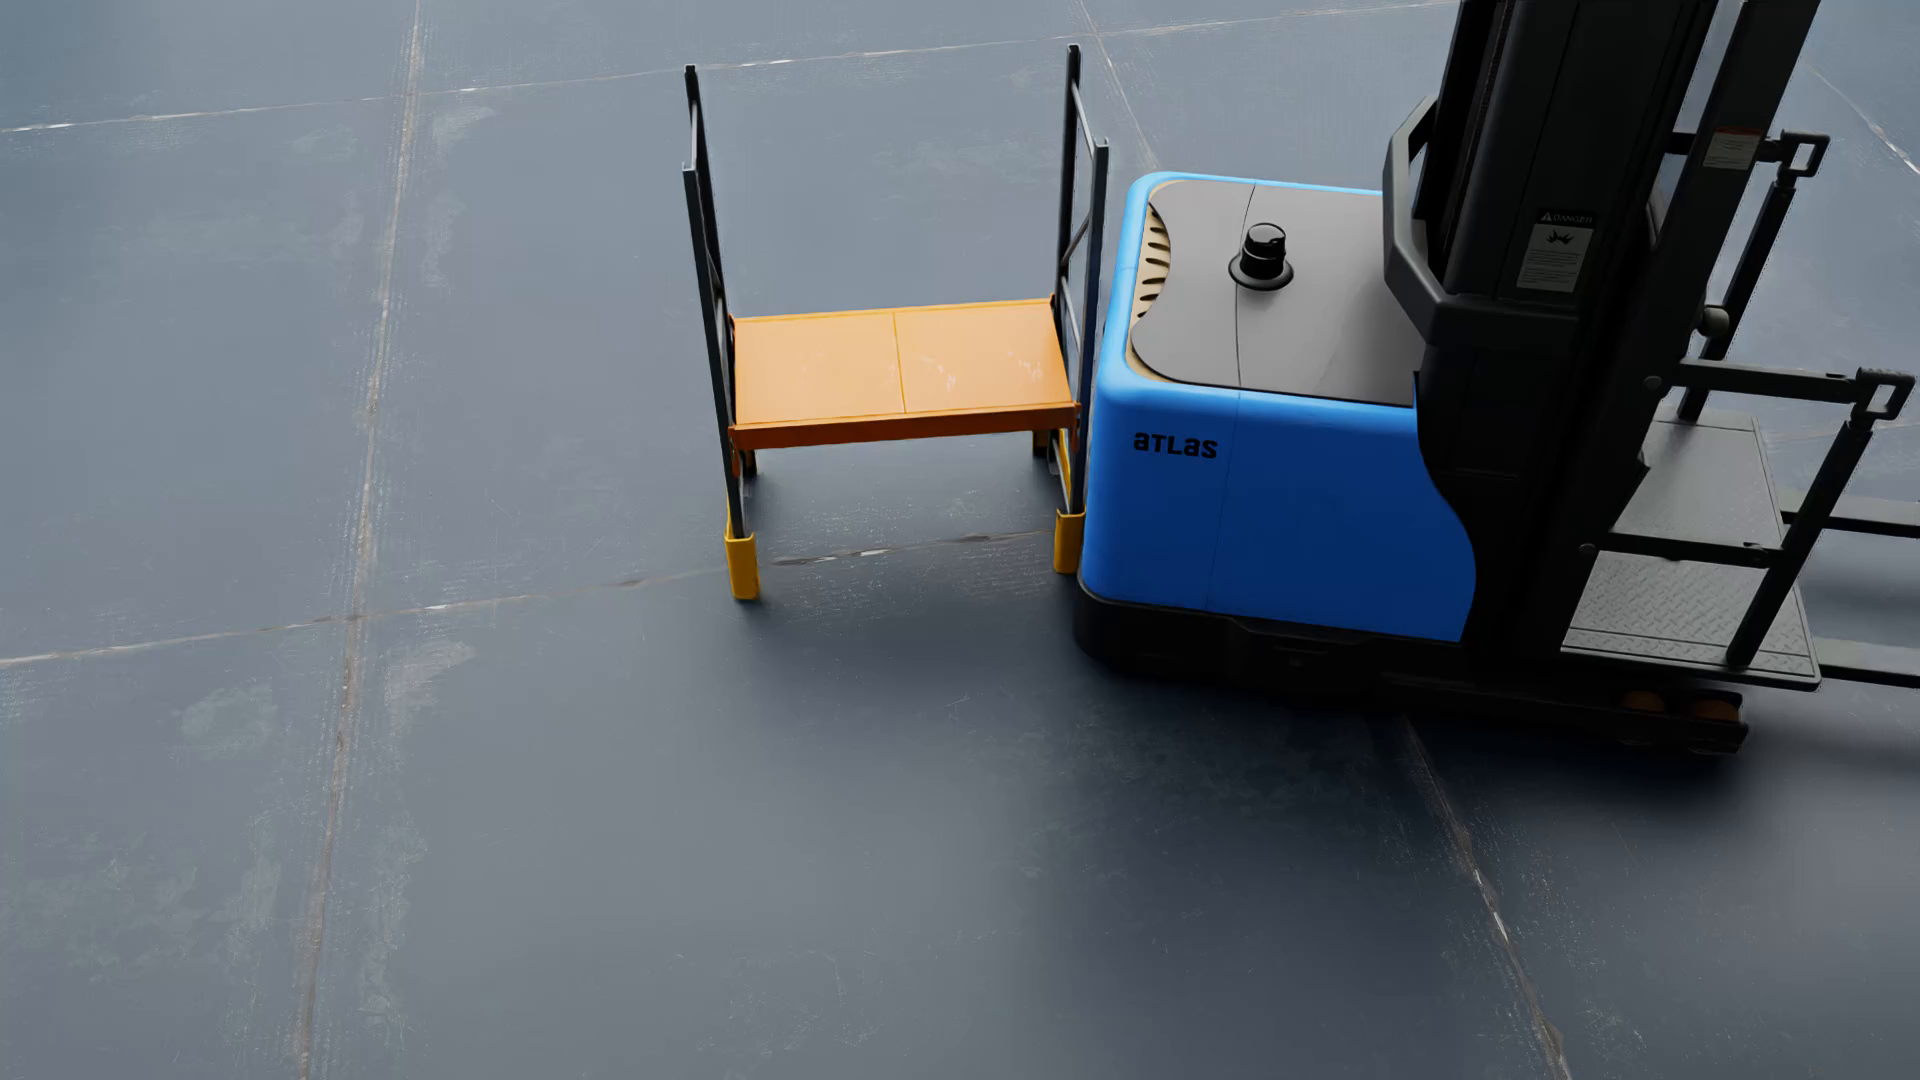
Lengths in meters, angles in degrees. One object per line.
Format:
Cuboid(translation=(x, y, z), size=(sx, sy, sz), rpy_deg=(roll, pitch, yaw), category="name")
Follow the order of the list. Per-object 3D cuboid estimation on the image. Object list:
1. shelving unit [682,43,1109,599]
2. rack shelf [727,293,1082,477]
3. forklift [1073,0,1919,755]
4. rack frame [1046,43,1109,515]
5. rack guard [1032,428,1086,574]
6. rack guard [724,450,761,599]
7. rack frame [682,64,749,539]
Cuboid(translation=(-0.187, -0.590, 4.777), size=(1.083, 1.500, 0.587), rpy_deg=(-4, 46, -4), category="shelving unit")
Cuboid(translation=(-0.177, -0.466, 4.907), size=(1.000, 0.185, 0.538), rpy_deg=(-4, 46, -4), category="rack shelf")
Cuboid(translation=(1.896, -0.830, 4.014), size=(3.031, 2.935, 1.130), rpy_deg=(7, 46, 7), category="forklift")
Cuboid(translation=(0.328, -0.629, 4.814), size=(0.032, 1.500, 0.500), rpy_deg=(-4, 46, -4), category="rack frame")
Cuboid(translation=(0.309, -0.193, 5.263), size=(0.087, 0.250, 0.587), rpy_deg=(-4, 46, -4), category="rack guard")
Cuboid(translation=(-0.682, -0.120, 5.192), size=(0.087, 0.250, 0.587), rpy_deg=(-4, 46, -4), category="rack guard")
Cuboid(translation=(-0.683, -0.553, 4.741), size=(0.032, 1.500, 0.500), rpy_deg=(-4, 46, -4), category="rack frame")
